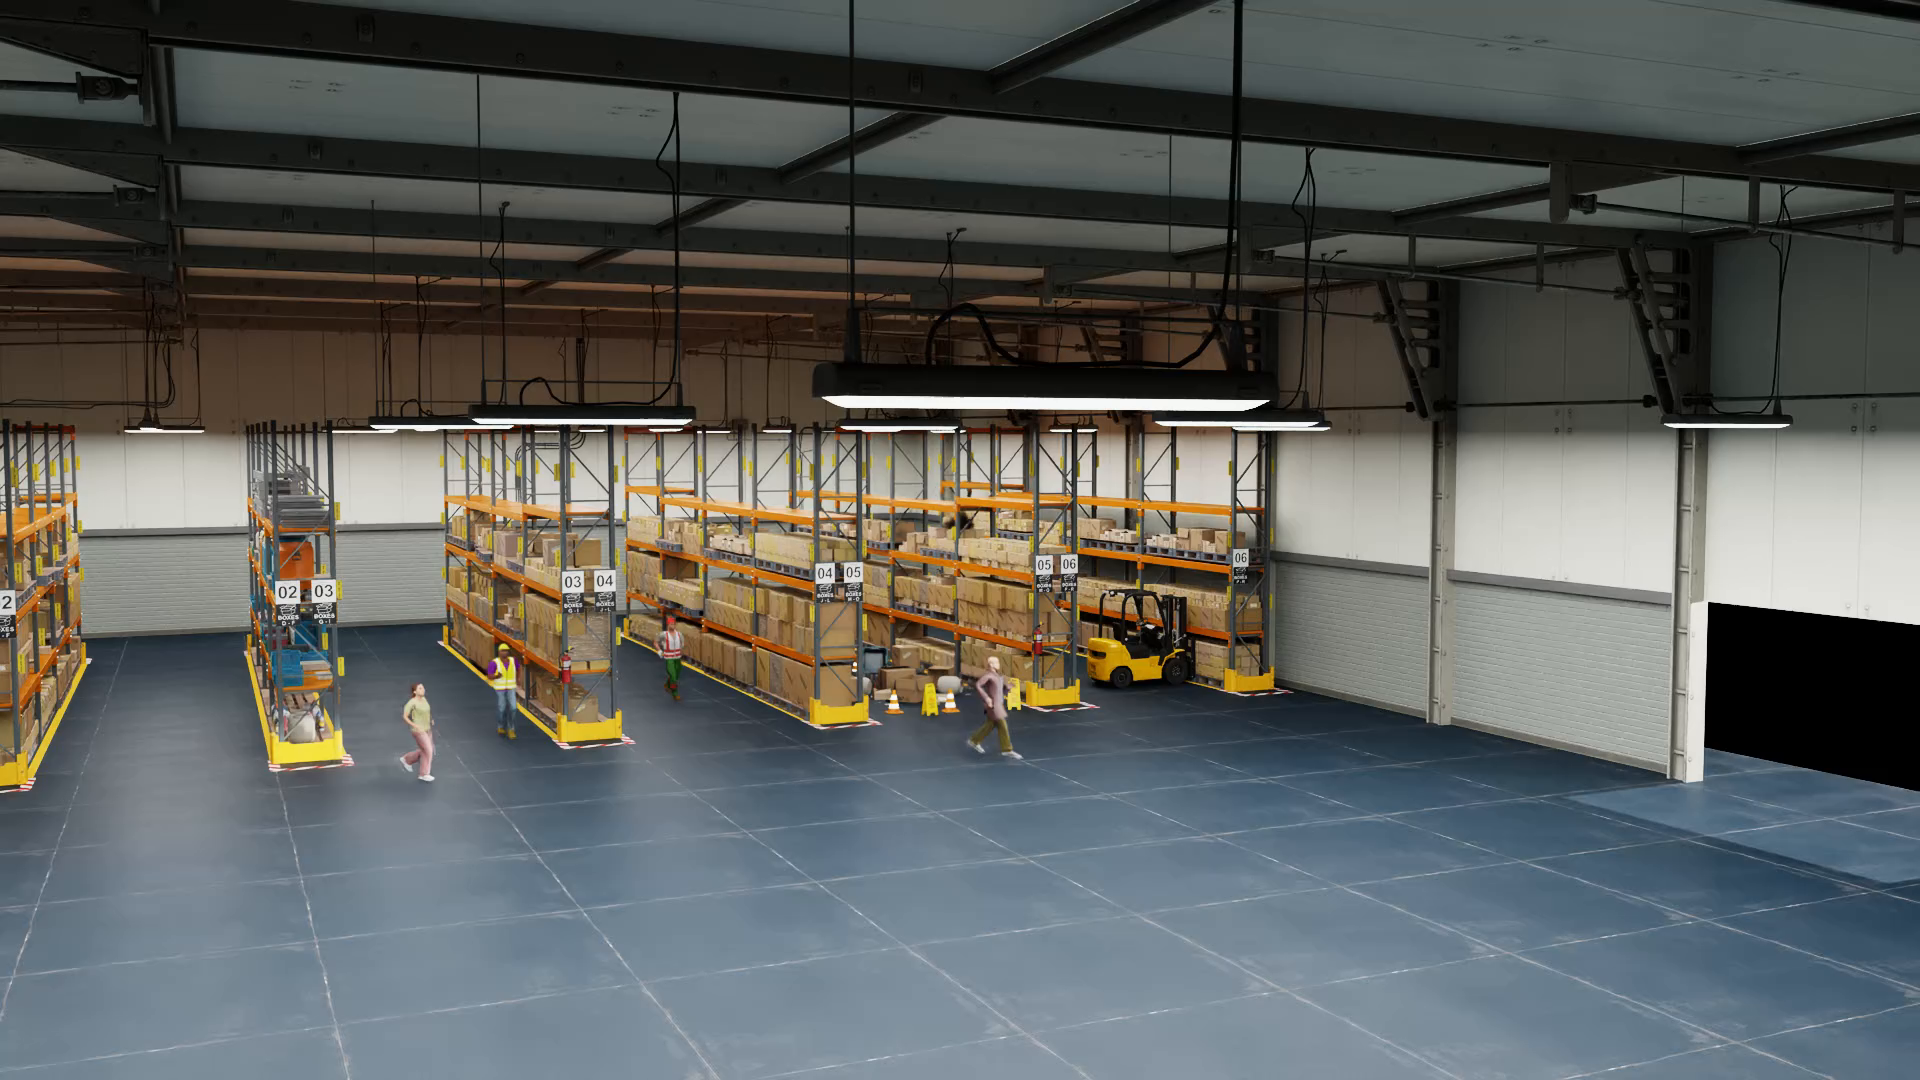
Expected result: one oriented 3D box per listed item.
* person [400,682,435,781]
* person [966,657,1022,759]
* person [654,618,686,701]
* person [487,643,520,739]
[{"bbox_3d":[-9.045,3.180,27.708,0.627,1.646,0.576,1,4,15],"label":"person"},{"bbox_3d":[0.605,2.957,29.517,1.046,1.780,0.695,1,4,14],"label":"person"},{"bbox_3d":[-6.249,2.572,36.056,0.667,1.768,0.963,-3,4,-38],"label":"person"},{"bbox_3d":[-8.630,2.871,31.563,0.673,1.823,0.711,-2,4,-25],"label":"person"}]
